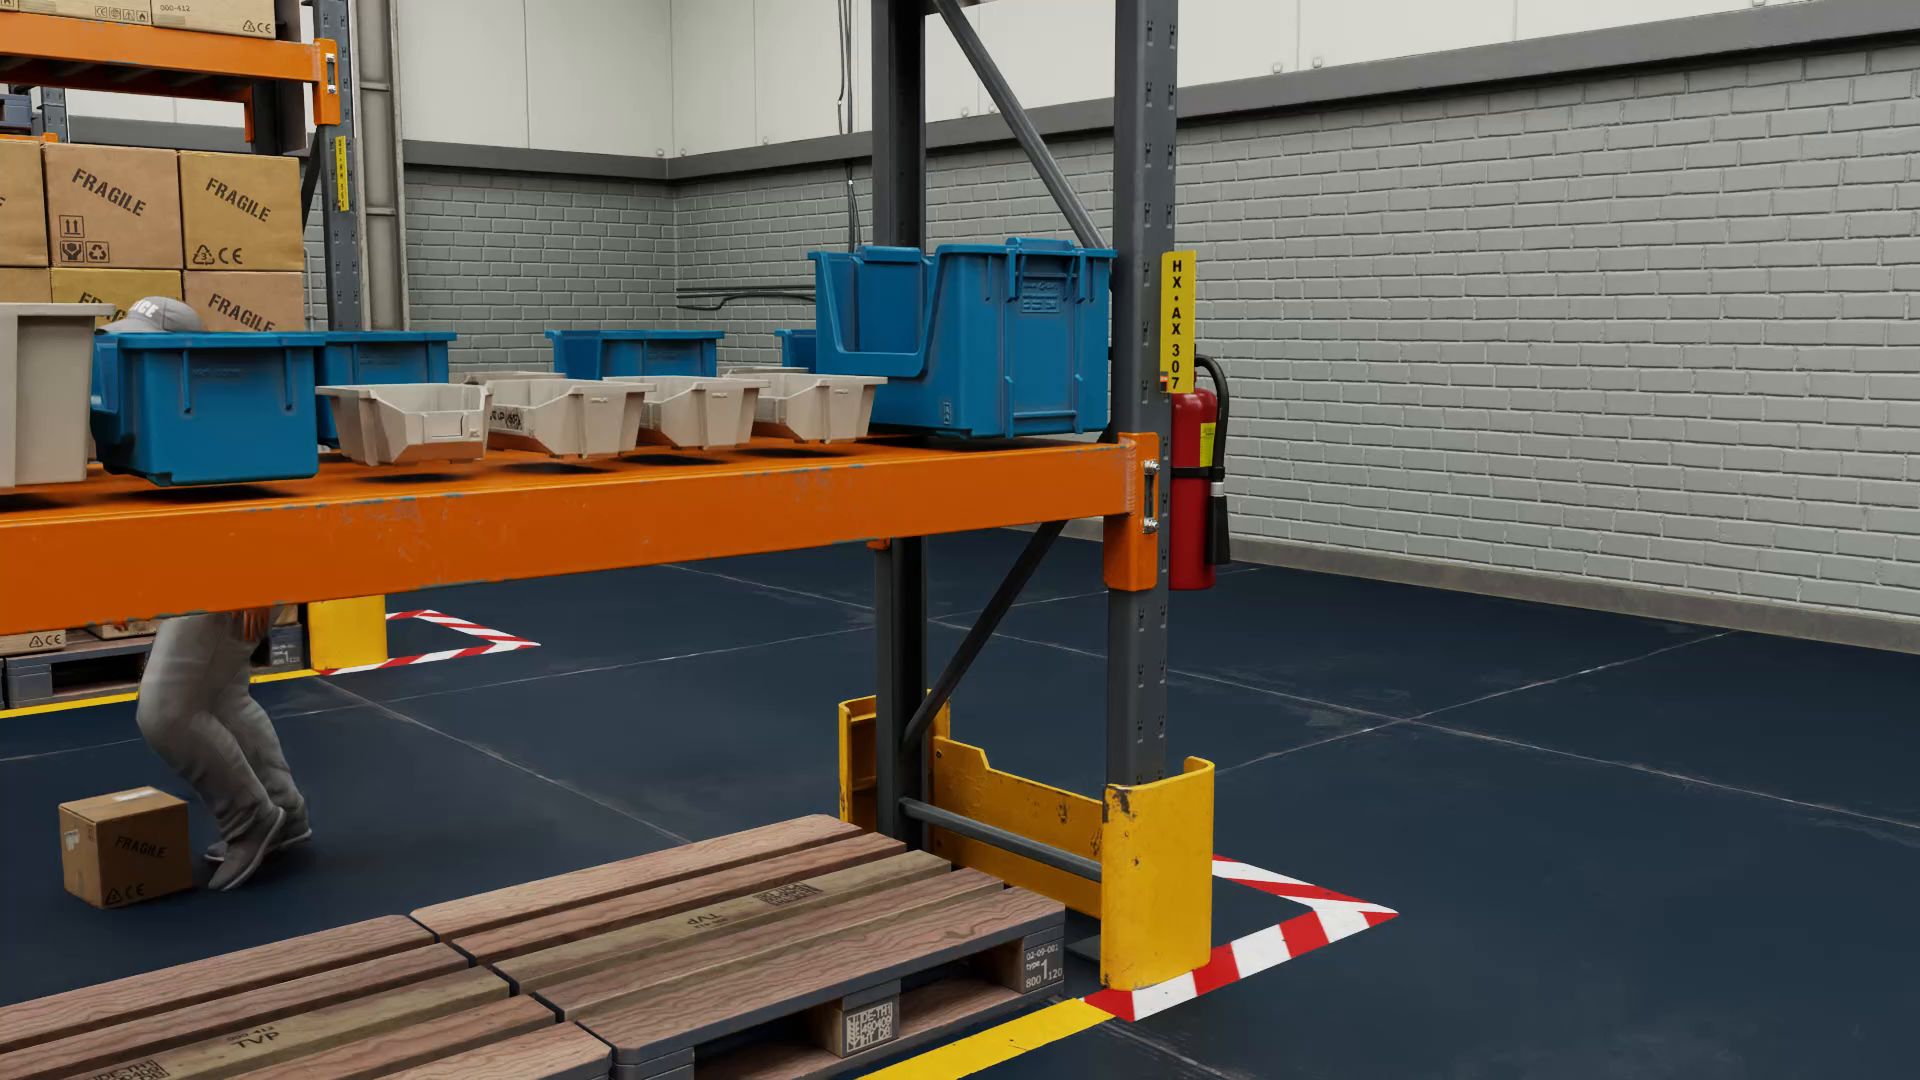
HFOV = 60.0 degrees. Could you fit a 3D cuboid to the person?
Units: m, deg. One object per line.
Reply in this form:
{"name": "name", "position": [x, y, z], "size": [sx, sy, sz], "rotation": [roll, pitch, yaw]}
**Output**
{"name": "person", "position": [-2.110, 0.161, 4.702], "size": [0.563, 1.678, 0.533], "rotation": [7, 10, 43]}
